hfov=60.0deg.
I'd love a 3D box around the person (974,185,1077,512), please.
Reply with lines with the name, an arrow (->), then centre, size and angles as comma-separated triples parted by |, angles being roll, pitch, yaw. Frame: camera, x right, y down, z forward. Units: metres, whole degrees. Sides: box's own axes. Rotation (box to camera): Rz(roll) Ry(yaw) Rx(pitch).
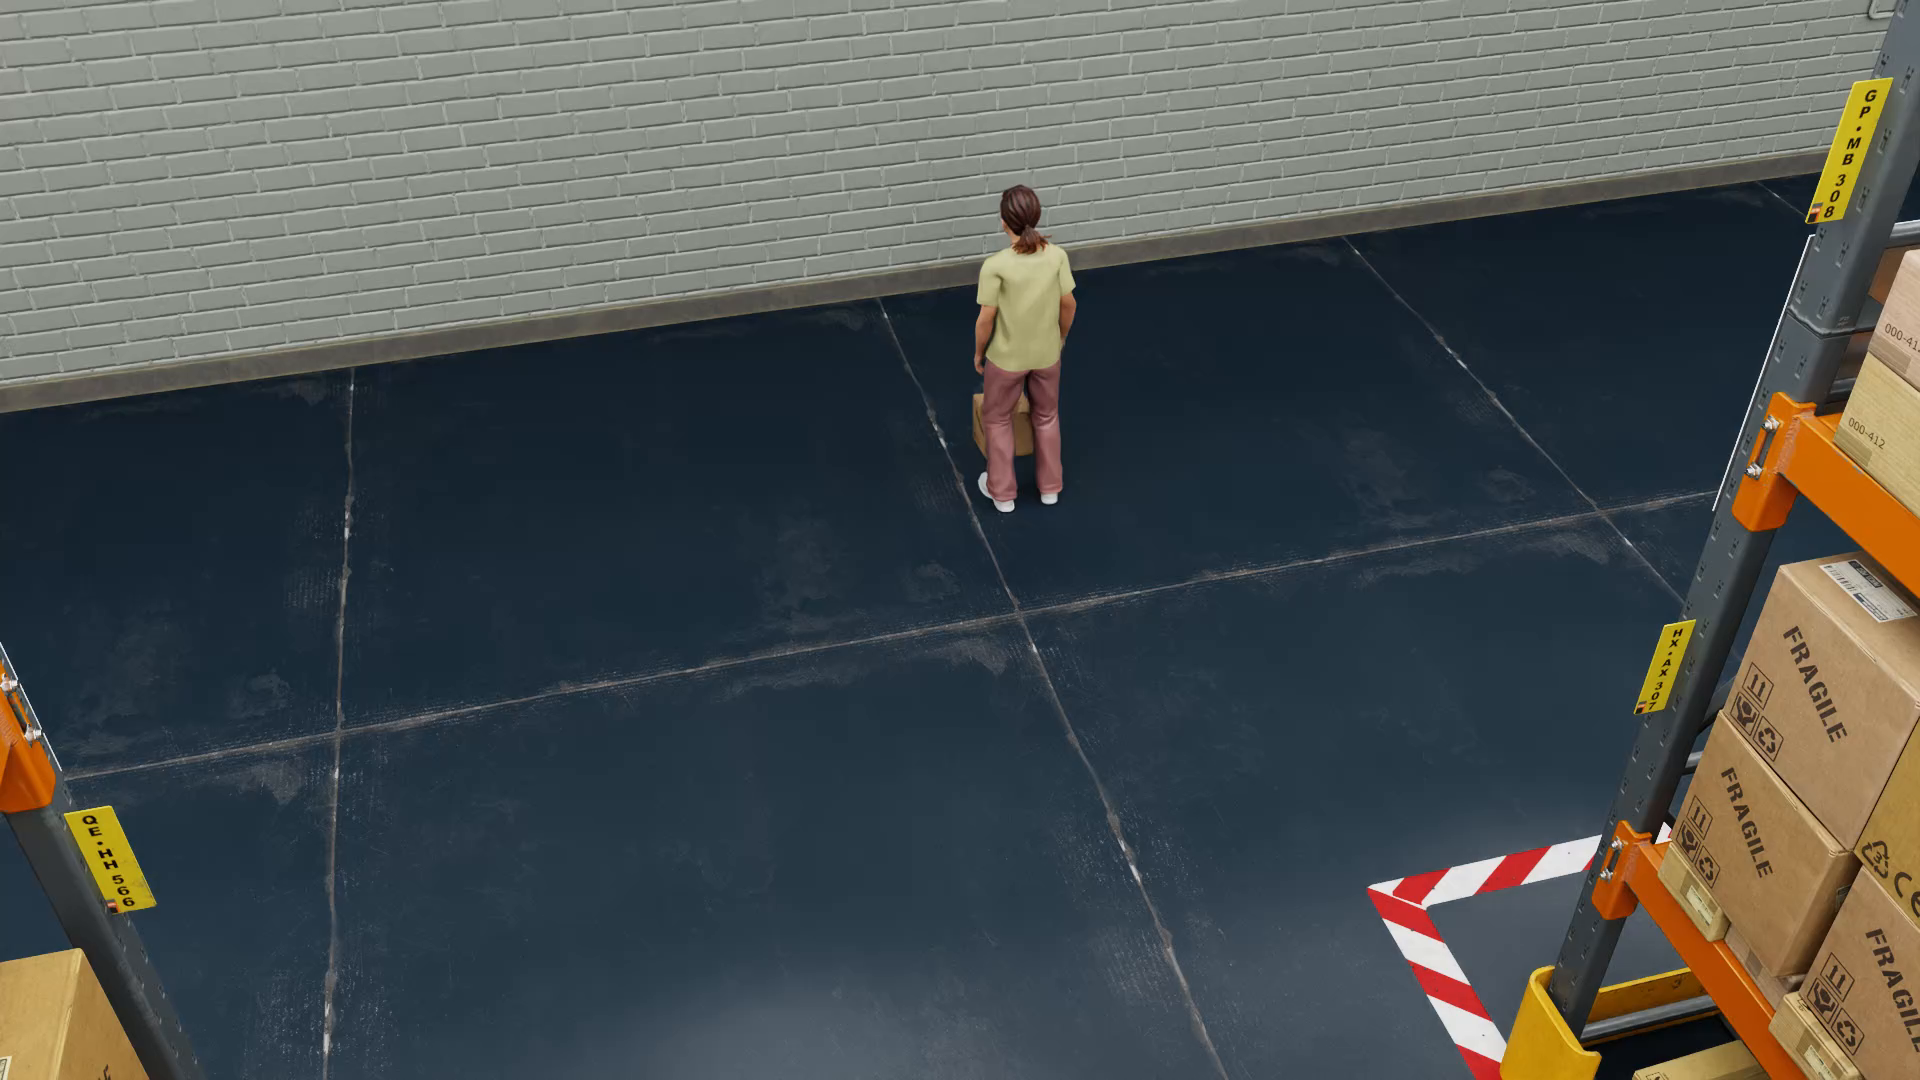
person -> 0.288, -0.877, 7.822 | 0.488, 1.674, 0.363 | -11, 40, -13
